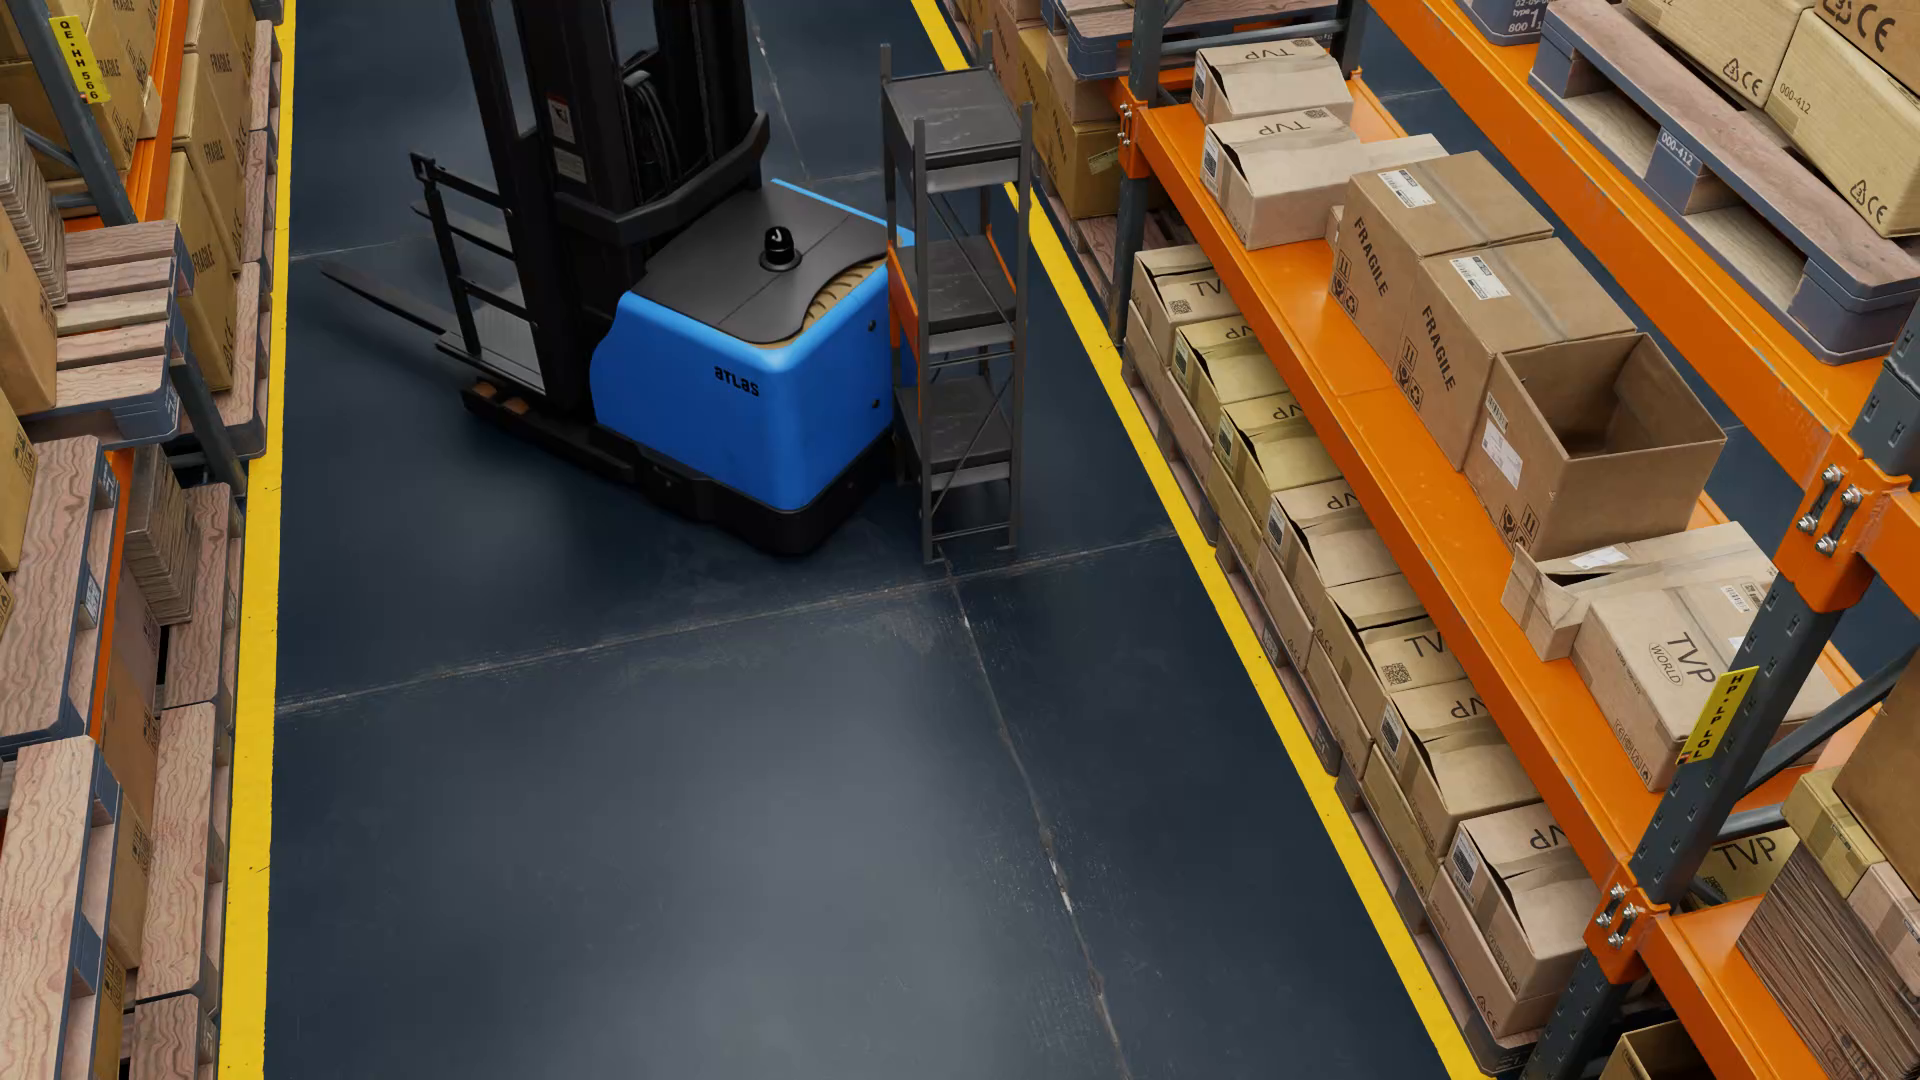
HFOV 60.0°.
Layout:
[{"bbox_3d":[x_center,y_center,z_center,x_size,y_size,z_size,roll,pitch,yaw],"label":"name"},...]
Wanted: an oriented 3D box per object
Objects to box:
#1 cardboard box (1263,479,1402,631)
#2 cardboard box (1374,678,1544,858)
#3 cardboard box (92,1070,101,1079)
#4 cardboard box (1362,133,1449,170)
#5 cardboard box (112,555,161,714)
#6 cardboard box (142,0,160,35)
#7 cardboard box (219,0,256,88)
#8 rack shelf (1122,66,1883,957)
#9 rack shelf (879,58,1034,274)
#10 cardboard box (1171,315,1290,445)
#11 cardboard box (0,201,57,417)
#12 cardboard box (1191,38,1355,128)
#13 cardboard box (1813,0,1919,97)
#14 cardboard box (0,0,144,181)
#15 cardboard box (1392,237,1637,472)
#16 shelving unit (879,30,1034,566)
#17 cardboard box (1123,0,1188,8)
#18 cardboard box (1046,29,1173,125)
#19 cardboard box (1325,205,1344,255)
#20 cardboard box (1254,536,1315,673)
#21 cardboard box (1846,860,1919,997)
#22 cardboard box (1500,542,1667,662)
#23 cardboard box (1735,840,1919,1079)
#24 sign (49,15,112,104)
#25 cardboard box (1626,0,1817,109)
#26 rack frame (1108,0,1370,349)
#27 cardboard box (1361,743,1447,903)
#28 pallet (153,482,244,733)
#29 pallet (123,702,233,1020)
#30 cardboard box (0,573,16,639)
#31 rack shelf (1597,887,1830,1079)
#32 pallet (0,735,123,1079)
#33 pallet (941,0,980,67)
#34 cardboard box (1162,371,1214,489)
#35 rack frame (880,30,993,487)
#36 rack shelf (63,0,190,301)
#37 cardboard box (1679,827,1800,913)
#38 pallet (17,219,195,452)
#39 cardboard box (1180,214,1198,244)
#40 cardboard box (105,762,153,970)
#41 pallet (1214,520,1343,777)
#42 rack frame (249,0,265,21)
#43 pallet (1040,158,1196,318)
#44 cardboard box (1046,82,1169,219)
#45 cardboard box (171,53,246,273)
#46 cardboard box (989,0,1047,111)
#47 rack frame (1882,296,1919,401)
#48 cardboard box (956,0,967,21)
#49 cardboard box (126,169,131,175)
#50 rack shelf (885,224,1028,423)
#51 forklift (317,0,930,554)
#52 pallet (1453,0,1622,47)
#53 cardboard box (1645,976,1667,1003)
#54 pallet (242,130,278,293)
[{"bbox_3d":[1.461,0.012,6.127,0.500,0.311,0.500,-11,47,-11],"label":"cardboard box"},{"bbox_3d":[1.712,0.705,5.448,0.500,0.311,0.500,-10,46,-9],"label":"cardboard box"},{"bbox_3d":[-2.761,1.795,4.584,0.700,0.500,0.500,-9,46,-9],"label":"cardboard box"},{"bbox_3d":[1.705,-1.432,6.480,0.380,0.149,0.250,-11,47,-10],"label":"cardboard box"},{"bbox_3d":[-3.326,0.403,5.948,0.700,0.500,0.500,-11,47,-10],"label":"cardboard box"},{"bbox_3d":[-3.708,-2.417,6.977,0.500,0.500,0.500,-11,47,-10],"label":"cardboard box"},{"bbox_3d":[-4.312,-2.914,8.967,0.750,0.750,0.750,-10,46,-10],"label":"cardboard box"},{"bbox_3d":[1.720,-0.458,5.853,1.077,0.370,4.000,-11,47,-10],"label":"rack shelf"},{"bbox_3d":[-0.018,-1.319,5.862,0.431,0.518,0.480,-11,47,-10],"label":"rack shelf"},{"bbox_3d":[1.200,-0.695,6.820,0.500,0.311,0.500,-12,47,-11],"label":"cardboard box"},{"bbox_3d":[-3.281,-0.668,5.177,0.700,0.500,0.500,-15,47,-14],"label":"cardboard box"},{"bbox_3d":[1.259,-1.800,6.727,0.500,0.311,0.500,-8,46,-8],"label":"cardboard box"},{"bbox_3d":[2.112,-1.169,3.232,0.500,0.500,0.500,-10,46,-10],"label":"cardboard box"},{"bbox_3d":[-3.457,-1.711,6.285,0.500,0.500,0.500,-9,46,-9],"label":"cardboard box"},{"bbox_3d":[1.788,-0.607,5.425,0.500,0.500,0.500,-11,47,-10],"label":"cardboard box"},{"bbox_3d":[-0.018,-0.838,6.352,0.431,2.100,0.503,-11,47,-10],"label":"shelving unit"},{"bbox_3d":[0.937,-2.687,7.170,0.700,0.500,0.500,-26,51,-23],"label":"cardboard box"},{"bbox_3d":[0.723,-2.273,8.045,0.500,0.250,0.500,-9,46,-9],"label":"cardboard box"},{"bbox_3d":[1.589,-1.133,6.186,0.380,0.149,0.250,-8,46,-7],"label":"cardboard box"},{"bbox_3d":[1.457,0.199,6.337,0.500,0.250,0.500,-10,46,-10],"label":"cardboard box"},{"bbox_3d":[2.178,0.803,3.589,0.380,0.149,0.250,-10,46,-10],"label":"cardboard box"},{"bbox_3d":[1.829,0.145,4.853,0.396,0.266,0.258,-12,47,-11],"label":"cardboard box"},{"bbox_3d":[2.351,0.941,3.908,0.700,0.500,0.500,-12,47,-11],"label":"cardboard box"},{"bbox_3d":[-3.058,-1.666,5.778,0.100,0.325,0.005,-11,47,-10],"label":"sign"},{"bbox_3d":[1.940,-1.279,3.865,0.500,0.250,0.500,-15,47,-14],"label":"cardboard box"},{"bbox_3d":[1.208,-2.091,6.949,1.000,3.000,0.127,-11,47,-10],"label":"rack frame"},{"bbox_3d":[1.717,0.903,5.646,0.500,0.250,0.500,-11,47,-11],"label":"cardboard box"},{"bbox_3d":[-3.381,0.333,6.526,1.003,0.211,1.213,-11,47,-10],"label":"pallet"},{"bbox_3d":[-3.073,1.174,5.702,1.003,0.211,1.213,-11,47,-10],"label":"pallet"},{"bbox_3d":[-2.988,0.197,4.330,0.700,0.500,0.500,-5,46,-5],"label":"cardboard box"},{"bbox_3d":[2.744,2.304,3.147,1.077,0.370,4.000,-11,47,-10],"label":"rack shelf"},{"bbox_3d":[-2.611,1.092,3.965,1.003,0.211,1.213,-11,47,-10],"label":"pallet"},{"bbox_3d":[0.428,-3.322,10.108,1.003,0.211,1.213,-11,47,-10],"label":"pallet"},{"bbox_3d":[1.187,-0.513,7.035,0.500,0.250,0.500,-12,47,-11],"label":"cardboard box"},{"bbox_3d":[-0.081,-1.007,6.517,0.400,2.100,0.015,-11,47,-10],"label":"rack frame"},{"bbox_3d":[-4.092,-2.311,7.669,1.077,0.370,4.000,-11,47,-10],"label":"rack shelf"},{"bbox_3d":[2.367,0.959,5.199,0.500,0.311,0.500,-11,47,-10],"label":"cardboard box"},{"bbox_3d":[-3.295,-0.643,5.665,1.213,0.211,1.003,-11,47,-10],"label":"pallet"},{"bbox_3d":[1.367,-1.736,8.044,0.500,0.500,0.500,-9,46,-9],"label":"cardboard box"},{"bbox_3d":[-3.033,1.088,5.277,0.700,0.500,0.500,-10,46,-10],"label":"cardboard box"},{"bbox_3d":[1.689,0.301,6.557,1.003,0.211,1.213,-11,47,-10],"label":"pallet"},{"bbox_3d":[-4.604,-3.944,8.766,1.000,3.000,0.127,-11,47,-10],"label":"rack frame"},{"bbox_3d":[1.053,-1.637,8.457,1.003,0.211,1.213,-11,47,-10],"label":"pallet"},{"bbox_3d":[0.741,-1.973,8.276,0.500,0.500,0.500,-9,46,-9],"label":"cardboard box"},{"bbox_3d":[-3.860,-1.715,7.792,0.750,0.750,0.750,-11,47,-11],"label":"cardboard box"},{"bbox_3d":[0.469,-2.691,8.980,0.500,0.500,0.500,-12,47,-12],"label":"cardboard box"},{"bbox_3d":[2.232,-1.429,2.100,1.000,3.000,0.127,-11,47,-10],"label":"rack frame"},{"bbox_3d":[0.219,-3.387,9.662,0.500,0.500,0.500,-10,46,-10],"label":"cardboard box"},{"bbox_3d":[-3.496,-1.547,6.578,0.380,0.149,0.250,-10,46,-10],"label":"cardboard box"},{"bbox_3d":[-0.018,-0.829,6.362,0.431,0.518,0.480,-11,47,-10],"label":"rack shelf"},{"bbox_3d":[-1.640,-1.792,6.705,3.031,2.935,1.130,25,51,23],"label":"forklift"},{"bbox_3d":[1.757,-1.851,4.746,1.003,0.211,1.213,-9,46,-8],"label":"pallet"},{"bbox_3d":[2.368,1.163,5.392,0.500,0.250,0.500,-12,47,-11],"label":"cardboard box"},{"bbox_3d":[-4.018,-1.605,8.426,1.003,0.211,1.213,-11,47,-10],"label":"pallet"}]
